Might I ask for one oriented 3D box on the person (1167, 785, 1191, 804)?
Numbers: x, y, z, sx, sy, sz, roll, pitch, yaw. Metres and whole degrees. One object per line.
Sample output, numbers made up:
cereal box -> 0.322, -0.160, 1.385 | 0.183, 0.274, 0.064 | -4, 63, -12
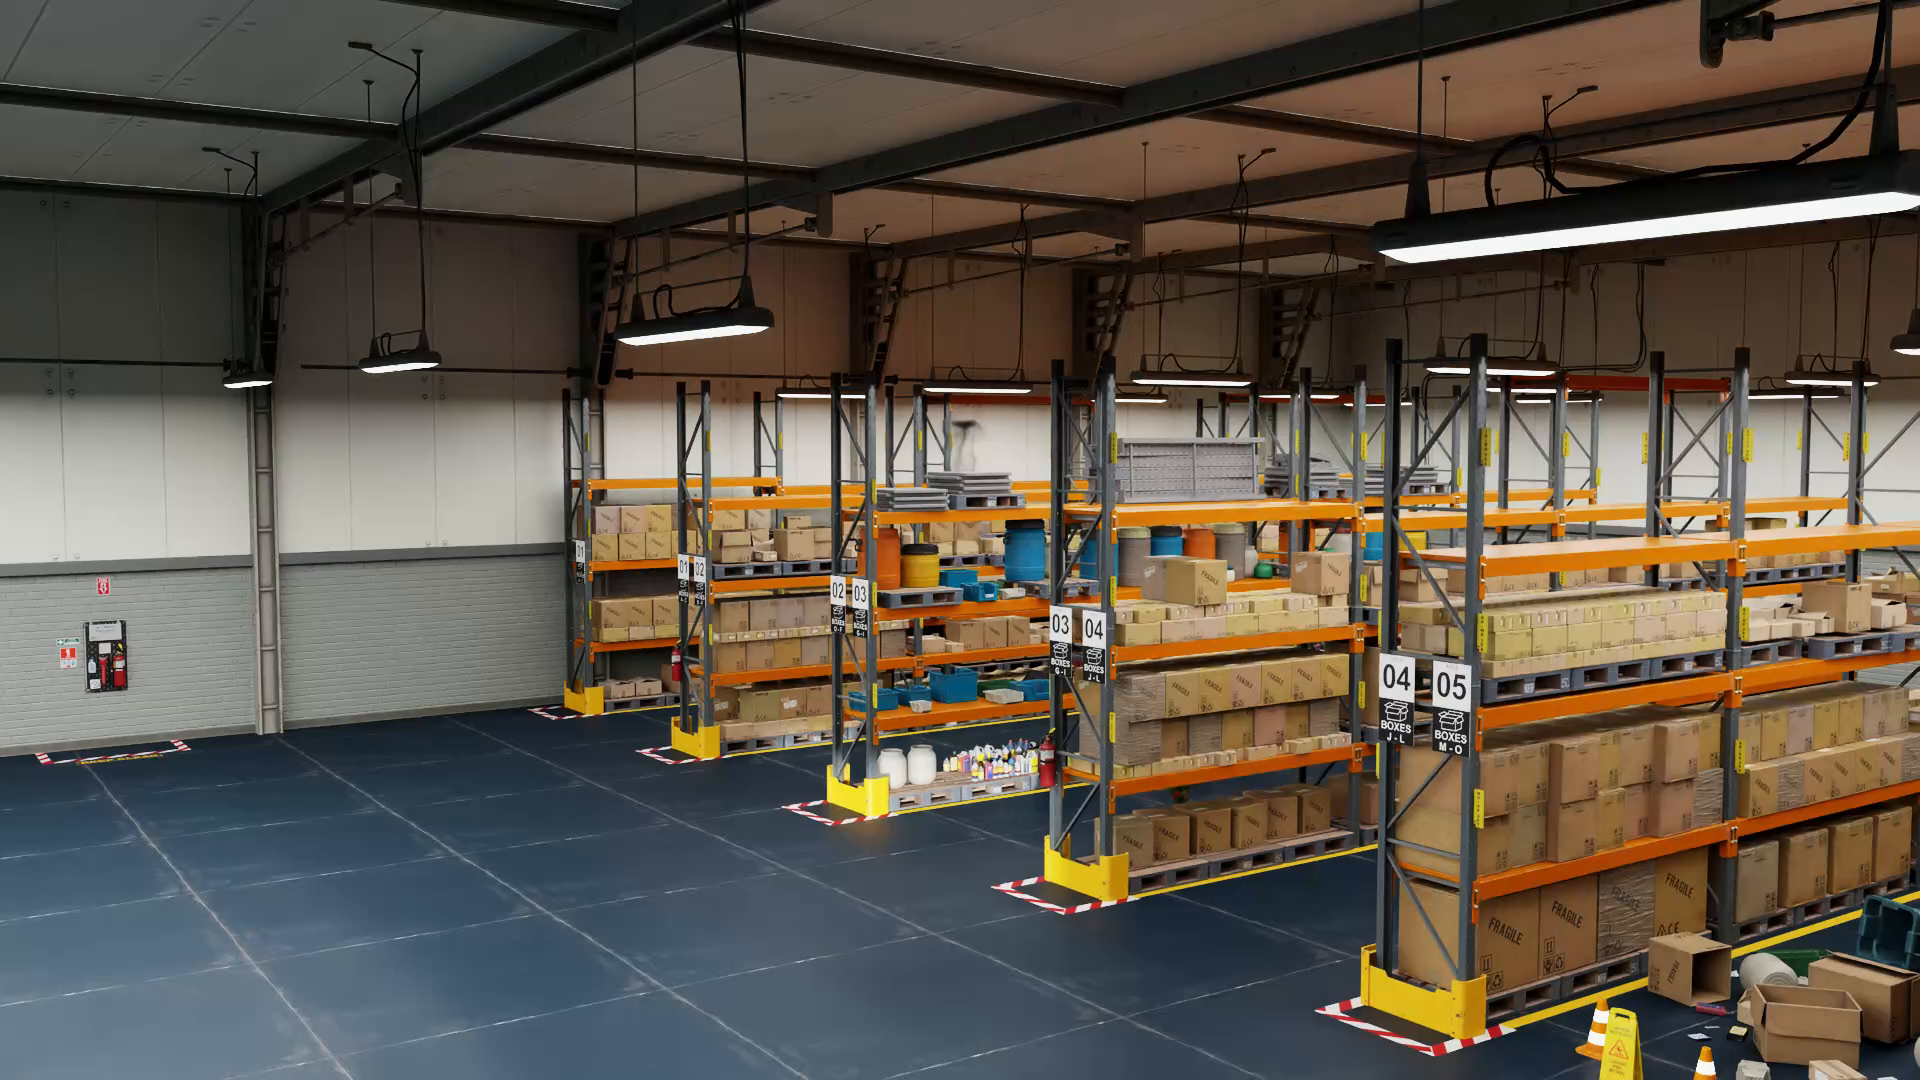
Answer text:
person -> 2.812, 2.866, 22.338 | 0.645, 1.729, 0.709 | -2, 4, -31
